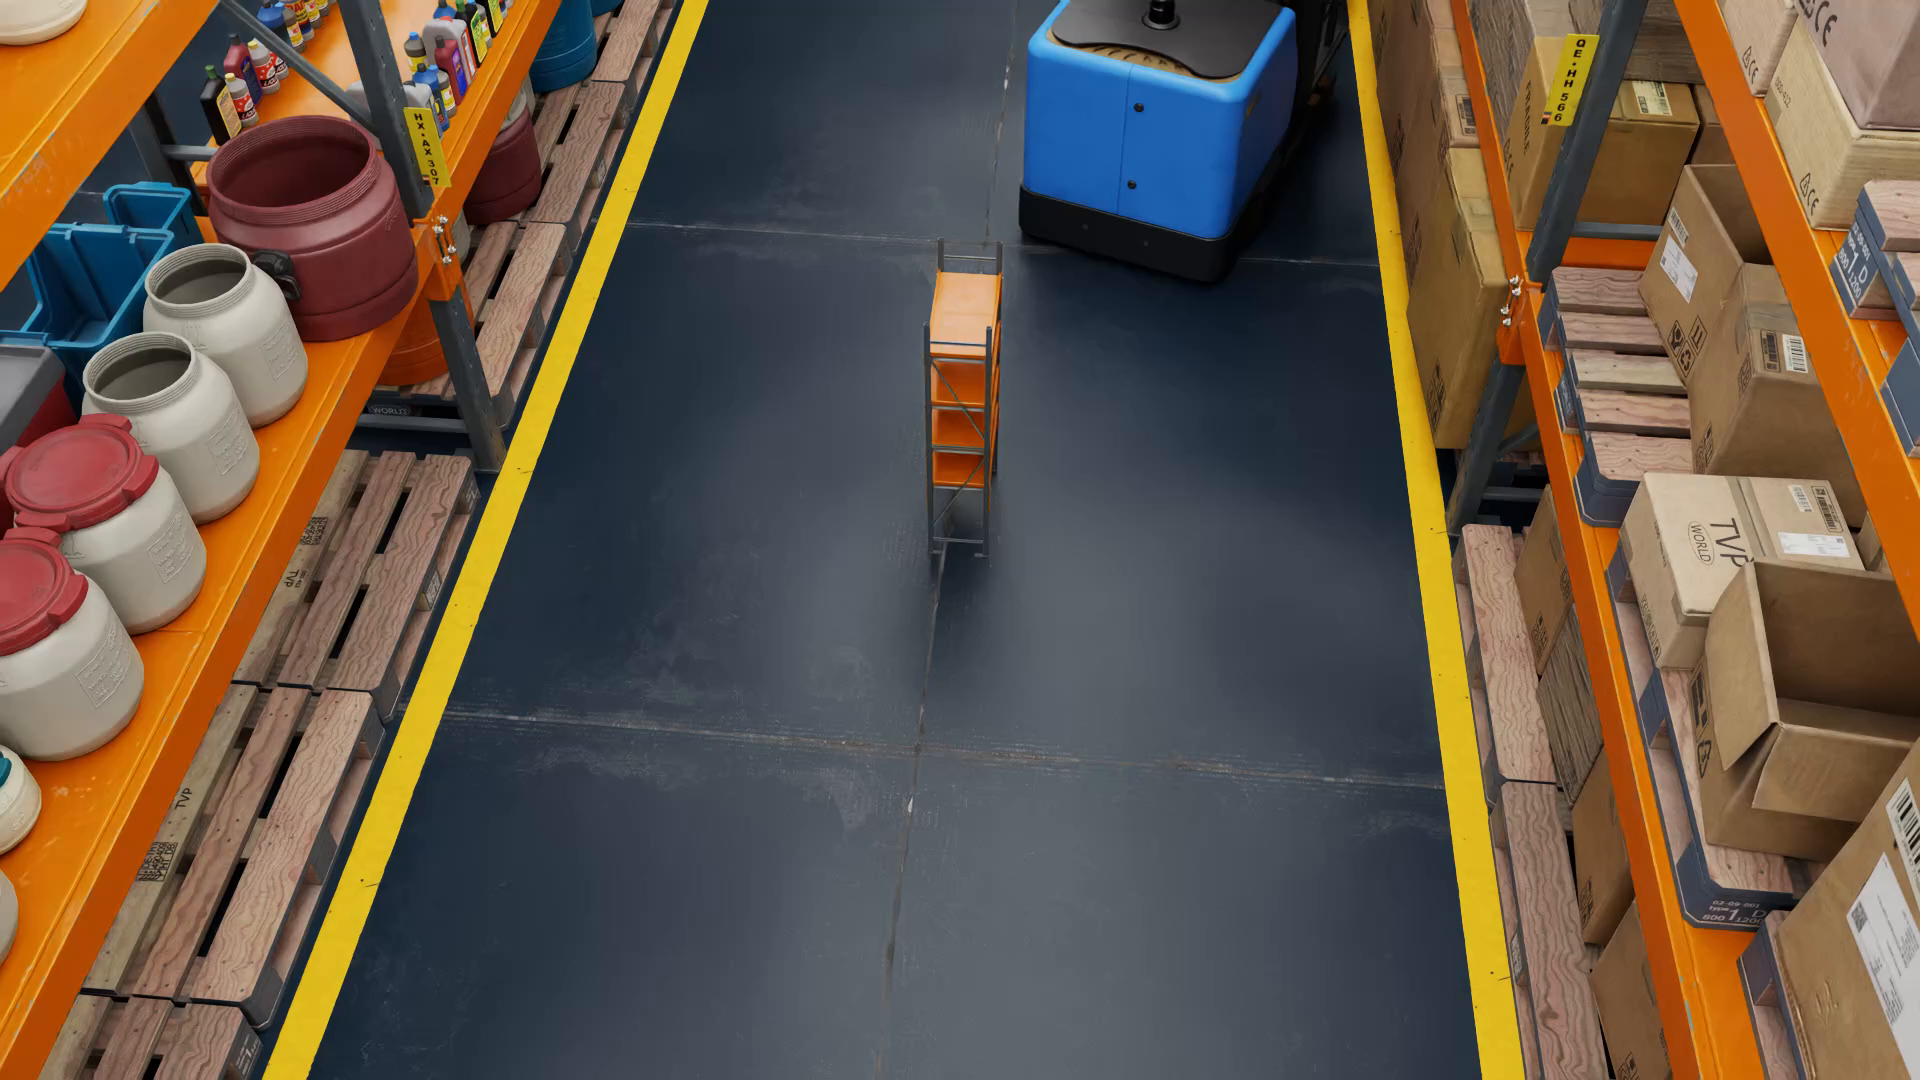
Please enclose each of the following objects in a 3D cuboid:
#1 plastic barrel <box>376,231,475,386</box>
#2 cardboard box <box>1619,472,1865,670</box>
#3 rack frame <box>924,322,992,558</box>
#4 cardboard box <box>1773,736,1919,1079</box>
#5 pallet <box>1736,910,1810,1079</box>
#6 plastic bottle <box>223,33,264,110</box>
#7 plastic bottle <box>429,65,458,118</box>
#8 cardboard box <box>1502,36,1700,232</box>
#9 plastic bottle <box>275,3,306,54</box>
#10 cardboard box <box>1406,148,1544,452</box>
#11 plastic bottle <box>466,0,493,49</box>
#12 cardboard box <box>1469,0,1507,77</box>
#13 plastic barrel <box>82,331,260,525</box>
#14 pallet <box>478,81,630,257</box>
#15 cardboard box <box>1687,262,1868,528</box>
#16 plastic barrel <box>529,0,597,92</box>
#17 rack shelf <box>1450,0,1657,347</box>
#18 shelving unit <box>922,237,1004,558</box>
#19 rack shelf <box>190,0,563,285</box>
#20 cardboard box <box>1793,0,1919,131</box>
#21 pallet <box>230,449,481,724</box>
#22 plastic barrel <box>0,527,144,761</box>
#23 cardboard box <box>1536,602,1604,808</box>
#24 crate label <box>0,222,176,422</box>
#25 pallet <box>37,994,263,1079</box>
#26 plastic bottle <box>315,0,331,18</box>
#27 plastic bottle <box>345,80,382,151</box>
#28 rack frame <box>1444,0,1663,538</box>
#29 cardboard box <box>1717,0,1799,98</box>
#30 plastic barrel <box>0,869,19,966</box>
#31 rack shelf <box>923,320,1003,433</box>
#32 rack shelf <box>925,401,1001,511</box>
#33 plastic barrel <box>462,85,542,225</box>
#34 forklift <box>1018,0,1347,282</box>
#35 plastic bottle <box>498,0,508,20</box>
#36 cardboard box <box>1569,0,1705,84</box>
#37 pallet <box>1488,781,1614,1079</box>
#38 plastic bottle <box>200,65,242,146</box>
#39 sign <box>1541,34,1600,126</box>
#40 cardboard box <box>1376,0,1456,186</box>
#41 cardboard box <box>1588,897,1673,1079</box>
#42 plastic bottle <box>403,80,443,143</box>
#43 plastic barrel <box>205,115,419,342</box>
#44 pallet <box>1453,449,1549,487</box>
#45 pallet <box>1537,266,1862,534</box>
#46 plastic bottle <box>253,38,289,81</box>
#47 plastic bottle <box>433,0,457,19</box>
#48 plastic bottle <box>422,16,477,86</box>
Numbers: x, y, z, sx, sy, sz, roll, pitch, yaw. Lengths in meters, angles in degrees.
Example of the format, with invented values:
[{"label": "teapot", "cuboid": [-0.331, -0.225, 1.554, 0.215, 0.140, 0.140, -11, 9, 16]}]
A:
[{"label": "plastic barrel", "cuboid": [-2.411, -1.139, 6.971, 0.600, 0.830, 0.708, 4, 48, 4]}, {"label": "cardboard box", "cuboid": [2.112, 0.089, 4.479, 0.500, 0.250, 0.500, 3, 48, 2]}, {"label": "rack frame", "cuboid": [-0.007, -0.347, 6.280, 0.240, 1.200, 0.015, 4, 48, 4]}, {"label": "cardboard box", "cuboid": [2.341, 0.985, 3.151, 1.000, 1.000, 1.000, 4, 48, 4]}, {"label": "pallet", "cuboid": [2.344, 1.416, 3.578, 1.003, 0.211, 1.213, 4, 48, 4]}, {"label": "plastic bottle", "cuboid": [-2.806, -1.825, 6.492, 0.061, 0.283, 0.133, 4, 48, 4]}, {"label": "plastic bottle", "cuboid": [-2.031, -1.753, 6.481, 0.097, 0.201, 0.097, 0, 48, 0]}, {"label": "cardboard box", "cuboid": [2.292, -1.449, 6.001, 0.500, 0.500, 0.500, 5, 48, 5]}, {"label": "plastic bottle", "cuboid": [-2.750, -2.096, 6.795, 0.097, 0.201, 0.097, 0, 48, 0]}, {"label": "cardboard box", "cuboid": [2.577, -0.966, 6.782, 1.225, 0.875, 0.875, 2, 48, 2]}, {"label": "plastic bottle", "cuboid": [-1.985, -2.120, 6.816, 0.097, 0.201, 0.097, 0, 48, 0]}, {"label": "cardboard box", "cuboid": [2.387, -2.197, 6.685, 0.500, 0.500, 0.500, 2, 48, 2]}, {"label": "plastic barrel", "cuboid": [-2.358, -0.327, 4.966, 0.421, 0.512, 0.421, 0, 48, 0]}, {"label": "pallet", "cuboid": [-2.294, -1.904, 8.374, 1.003, 0.211, 1.213, 4, 48, 4]}, {"label": "cardboard box", "cuboid": [2.533, -0.395, 4.752, 0.700, 0.500, 0.500, 10, 48, 9]}, {"label": "plastic barrel", "cuboid": [-2.205, -2.823, 8.463, 0.600, 0.901, 0.708, 4, 48, 4]}, {"label": "rack shelf", "cuboid": [2.676, -2.263, 7.300, 1.077, 0.370, 4.000, 4, 48, 4]}, {"label": "shelving unit", "cuboid": [0.015, -0.527, 6.444, 0.258, 1.200, 0.503, 4, 48, 4]}, {"label": "rack shelf", "cuboid": [-2.256, -2.596, 7.605, 1.077, 0.370, 4.000, 4, 48, 4]}, {"label": "cardboard box", "cuboid": [2.106, -1.180, 3.383, 0.500, 0.500, 0.500, 3, 48, 2]}, {"label": "pallet", "cuboid": [-2.548, 0.139, 6.506, 1.003, 0.211, 1.213, 4, 48, 4]}, {"label": "plastic barrel", "cuboid": [-2.431, 0.297, 4.379, 0.433, 0.535, 0.433, 0, 48, 0]}, {"label": "cardboard box", "cuboid": [2.415, 0.561, 5.626, 0.700, 0.500, 0.500, 0, 48, 0]}, {"label": "crate label", "cuboid": [-2.798, -0.669, 5.331, 0.502, 0.435, 0.616, 4, 48, 4]}, {"label": "pallet", "cuboid": [-2.770, 1.932, 4.866, 1.003, 0.211, 1.213, 4, 48, 4]}, {"label": "plastic bottle", "cuboid": [-2.724, -2.310, 6.991, 0.097, 0.201, 0.097, 0, 48, 0]}, {"label": "plastic bottle", "cuboid": [-2.229, -1.634, 6.321, 0.152, 0.276, 0.135, 4, 48, 4]}, {"label": "rack frame", "cuboid": [2.494, -1.036, 5.691, 1.000, 3.000, 0.127, 4, 48, 4]}, {"label": "cardboard box", "cuboid": [2.150, -1.292, 3.994, 0.500, 0.250, 0.500, 5, 48, 4]}, {"label": "plastic barrel", "cuboid": [-2.498, 0.836, 3.886, 0.433, 0.535, 0.433, 0, 48, 0]}, {"label": "rack shelf", "cuboid": [0.015, -0.632, 6.329, 0.258, 0.148, 0.480, 4, 48, 4]}, {"label": "rack shelf", "cuboid": [0.015, -0.347, 6.641, 0.258, 0.148, 0.480, 4, 48, 4]}, {"label": "plastic barrel", "cuboid": [-2.308, -1.887, 7.819, 0.600, 0.588, 0.708, 4, 48, 4]}, {"label": "forklift", "cuboid": [1.356, -3.301, 7.809, 1.130, 2.935, 3.031, 19, 50, 16]}, {"label": "plastic bottle", "cuboid": [-1.964, -2.313, 6.946, 0.097, 0.271, 0.097, 0, 48, 0]}, {"label": "cardboard box", "cuboid": [2.577, -1.944, 5.774, 0.797, 0.503, 0.637, 5, 48, 5]}, {"label": "pallet", "cuboid": [2.307, 1.373, 5.377, 1.003, 0.211, 1.213, 4, 48, 4]}, {"label": "plastic bottle", "cuboid": [-2.827, -1.656, 6.337, 0.061, 0.283, 0.133, 4, 48, 4]}, {"label": "sign", "cuboid": [1.941, -1.462, 5.295, 0.100, 0.325, 0.005, 4, 48, 4]}, {"label": "cardboard box", "cuboid": [2.739, -2.272, 7.976, 1.225, 0.875, 0.875, 2, 48, 2]}, {"label": "cardboard box", "cuboid": [2.319, 1.388, 4.869, 0.700, 0.500, 0.500, 0, 48, 0]}, {"label": "plastic bottle", "cuboid": [-2.077, -1.623, 6.312, 0.152, 0.276, 0.135, 4, 48, 4]}, {"label": "plastic barrel", "cuboid": [-2.179, -1.054, 5.615, 0.600, 0.536, 0.708, 4, 48, 4]}, {"label": "pallet", "cuboid": [2.641, -0.669, 7.245, 1.003, 0.211, 1.213, 4, 48, 4]}, {"label": "pallet", "cuboid": [2.535, -0.440, 5.276, 1.213, 0.211, 1.003, 4, 48, 4]}, {"label": "plastic bottle", "cuboid": [-2.768, -1.953, 6.664, 0.097, 0.201, 0.097, 0, 48, 0]}, {"label": "plastic bottle", "cuboid": [-2.058, -2.049, 6.705, 0.097, 0.271, 0.097, 0, 48, 0]}, {"label": "plastic bottle", "cuboid": [-2.035, -1.963, 6.623, 0.152, 0.276, 0.135, 4, 48, 4]}]
